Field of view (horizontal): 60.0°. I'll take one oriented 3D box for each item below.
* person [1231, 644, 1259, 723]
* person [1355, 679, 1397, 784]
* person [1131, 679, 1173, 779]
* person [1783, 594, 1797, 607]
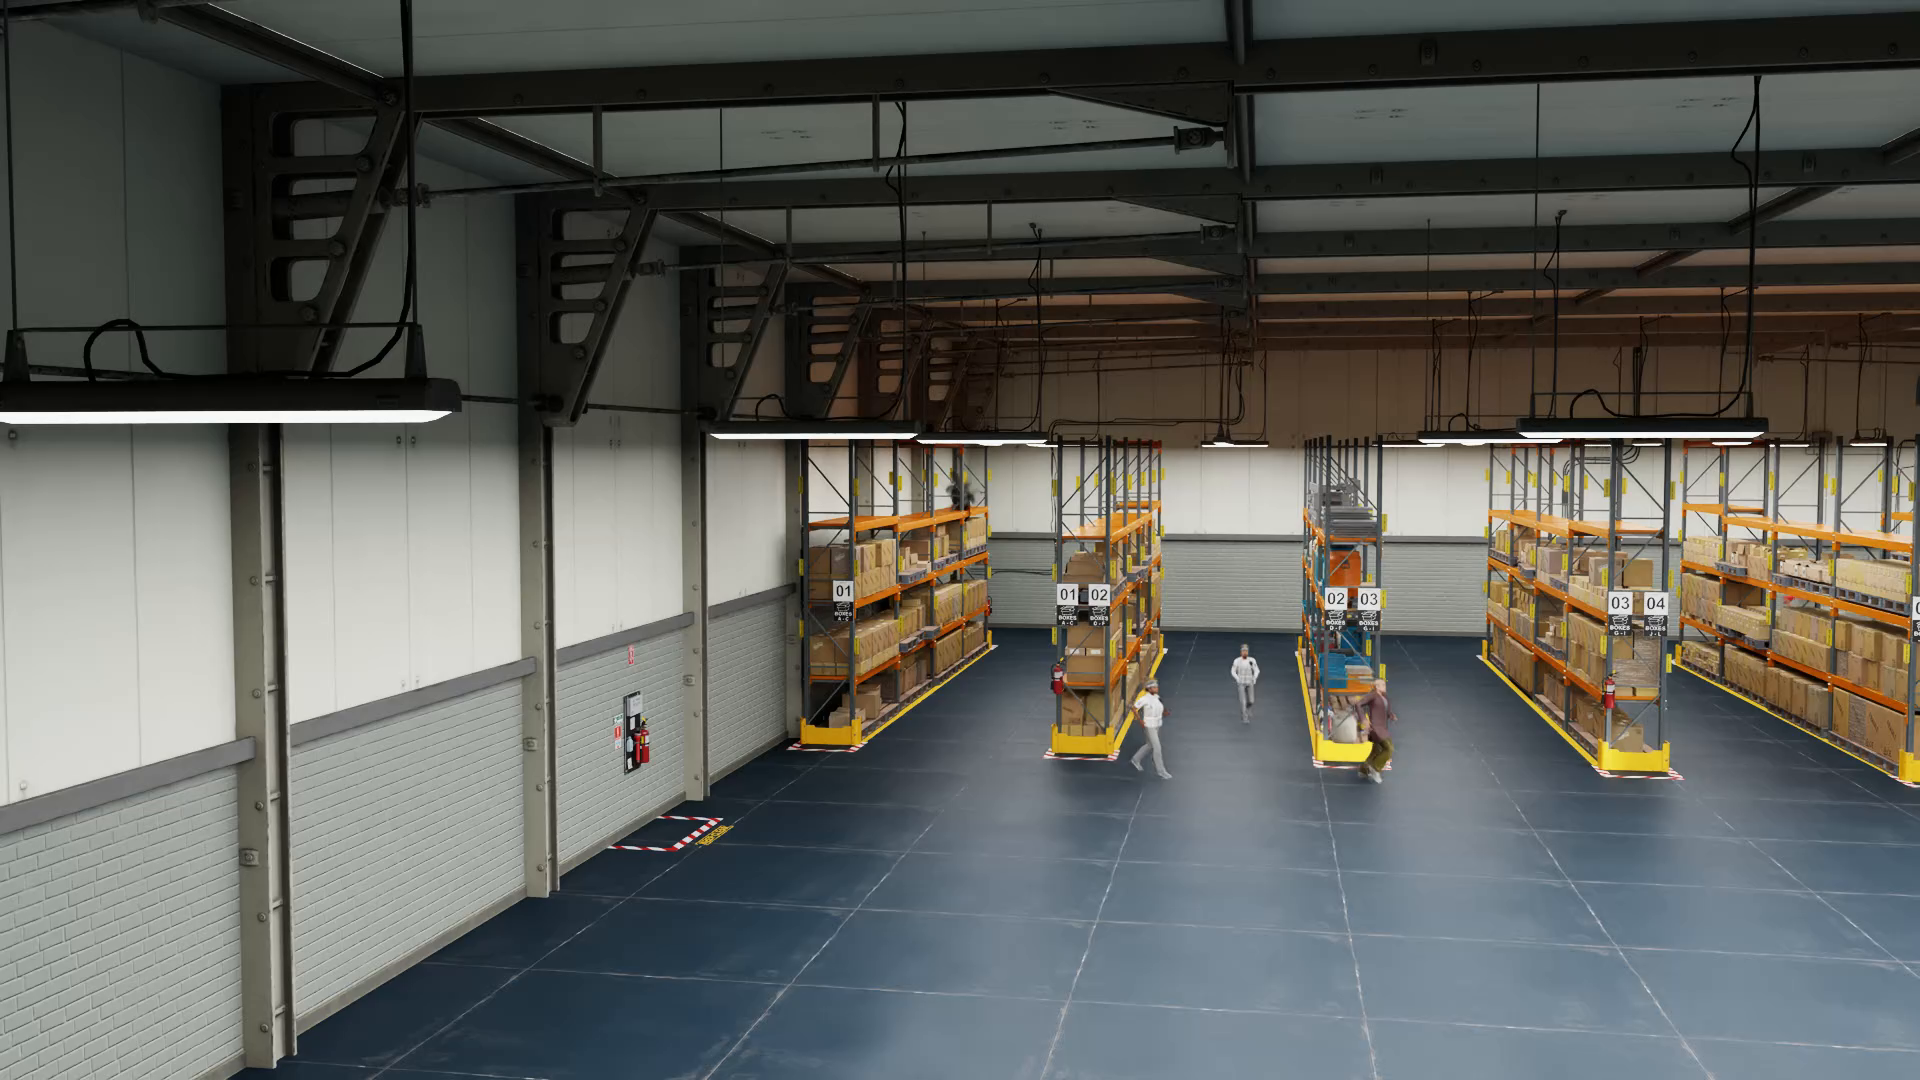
[{"bbox_3d":[5.985,3.008,34.866,0.592,1.651,0.539,0,3,4],"label":"person"},{"bbox_3d":[7.231,3.295,28.755,0.671,1.762,0.712,2,4,34],"label":"person"},{"bbox_3d":[3.350,3.277,29.122,0.919,1.702,0.577,2,4,39],"label":"person"},{"bbox_3d":[22.620,2.384,45.277,0.924,1.832,0.674,1,3,14],"label":"person"}]
